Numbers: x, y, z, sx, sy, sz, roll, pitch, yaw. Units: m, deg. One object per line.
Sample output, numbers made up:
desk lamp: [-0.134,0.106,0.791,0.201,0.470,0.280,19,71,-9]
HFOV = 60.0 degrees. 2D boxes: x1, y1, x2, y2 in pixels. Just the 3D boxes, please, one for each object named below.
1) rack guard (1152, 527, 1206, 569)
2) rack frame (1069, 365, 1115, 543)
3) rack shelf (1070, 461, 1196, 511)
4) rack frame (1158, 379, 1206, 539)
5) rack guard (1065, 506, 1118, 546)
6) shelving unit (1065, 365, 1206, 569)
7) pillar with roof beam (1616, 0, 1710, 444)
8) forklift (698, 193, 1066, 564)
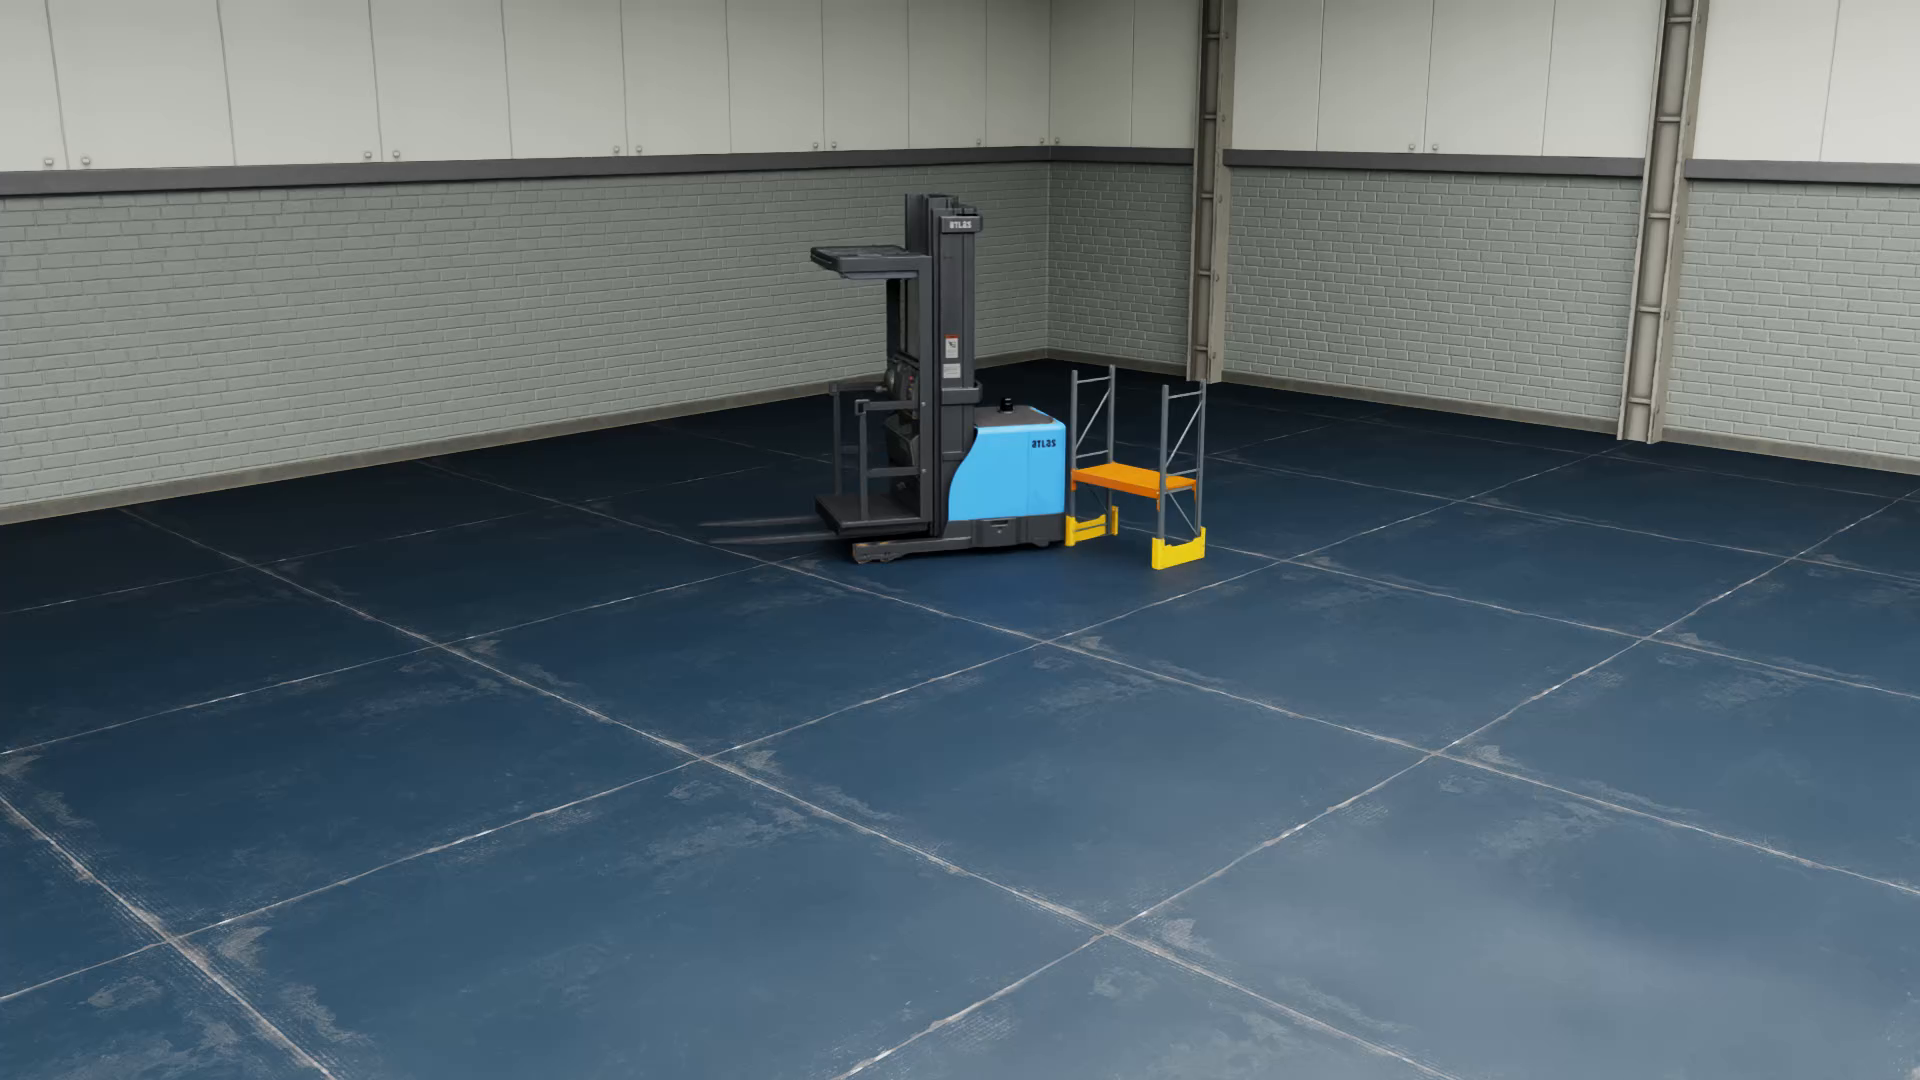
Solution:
rack guard: [1.802,0.063,13.695,0.587,0.250,0.087,-13,19,-40]
rack frame: [1.131,-0.734,14.275,0.500,1.500,0.032,-13,19,-40]
rack shelf: [1.467,-0.464,13.951,0.538,0.185,1.000,-13,19,-40]
rack frame: [1.803,-0.542,13.536,0.500,1.500,0.032,-13,19,-40]
rack guard: [1.144,-0.126,14.418,0.587,0.250,0.087,-13,19,-40]
shelving unit: [1.473,-0.636,13.899,0.587,1.500,1.083,-13,19,-40]
pillar with roof beam: [4.680,-4.704,14.639,0.400,9.000,9.100,14,20,42]
forklift: [-0.673,-1.368,13.868,3.031,2.935,1.130,-4,15,-16]
